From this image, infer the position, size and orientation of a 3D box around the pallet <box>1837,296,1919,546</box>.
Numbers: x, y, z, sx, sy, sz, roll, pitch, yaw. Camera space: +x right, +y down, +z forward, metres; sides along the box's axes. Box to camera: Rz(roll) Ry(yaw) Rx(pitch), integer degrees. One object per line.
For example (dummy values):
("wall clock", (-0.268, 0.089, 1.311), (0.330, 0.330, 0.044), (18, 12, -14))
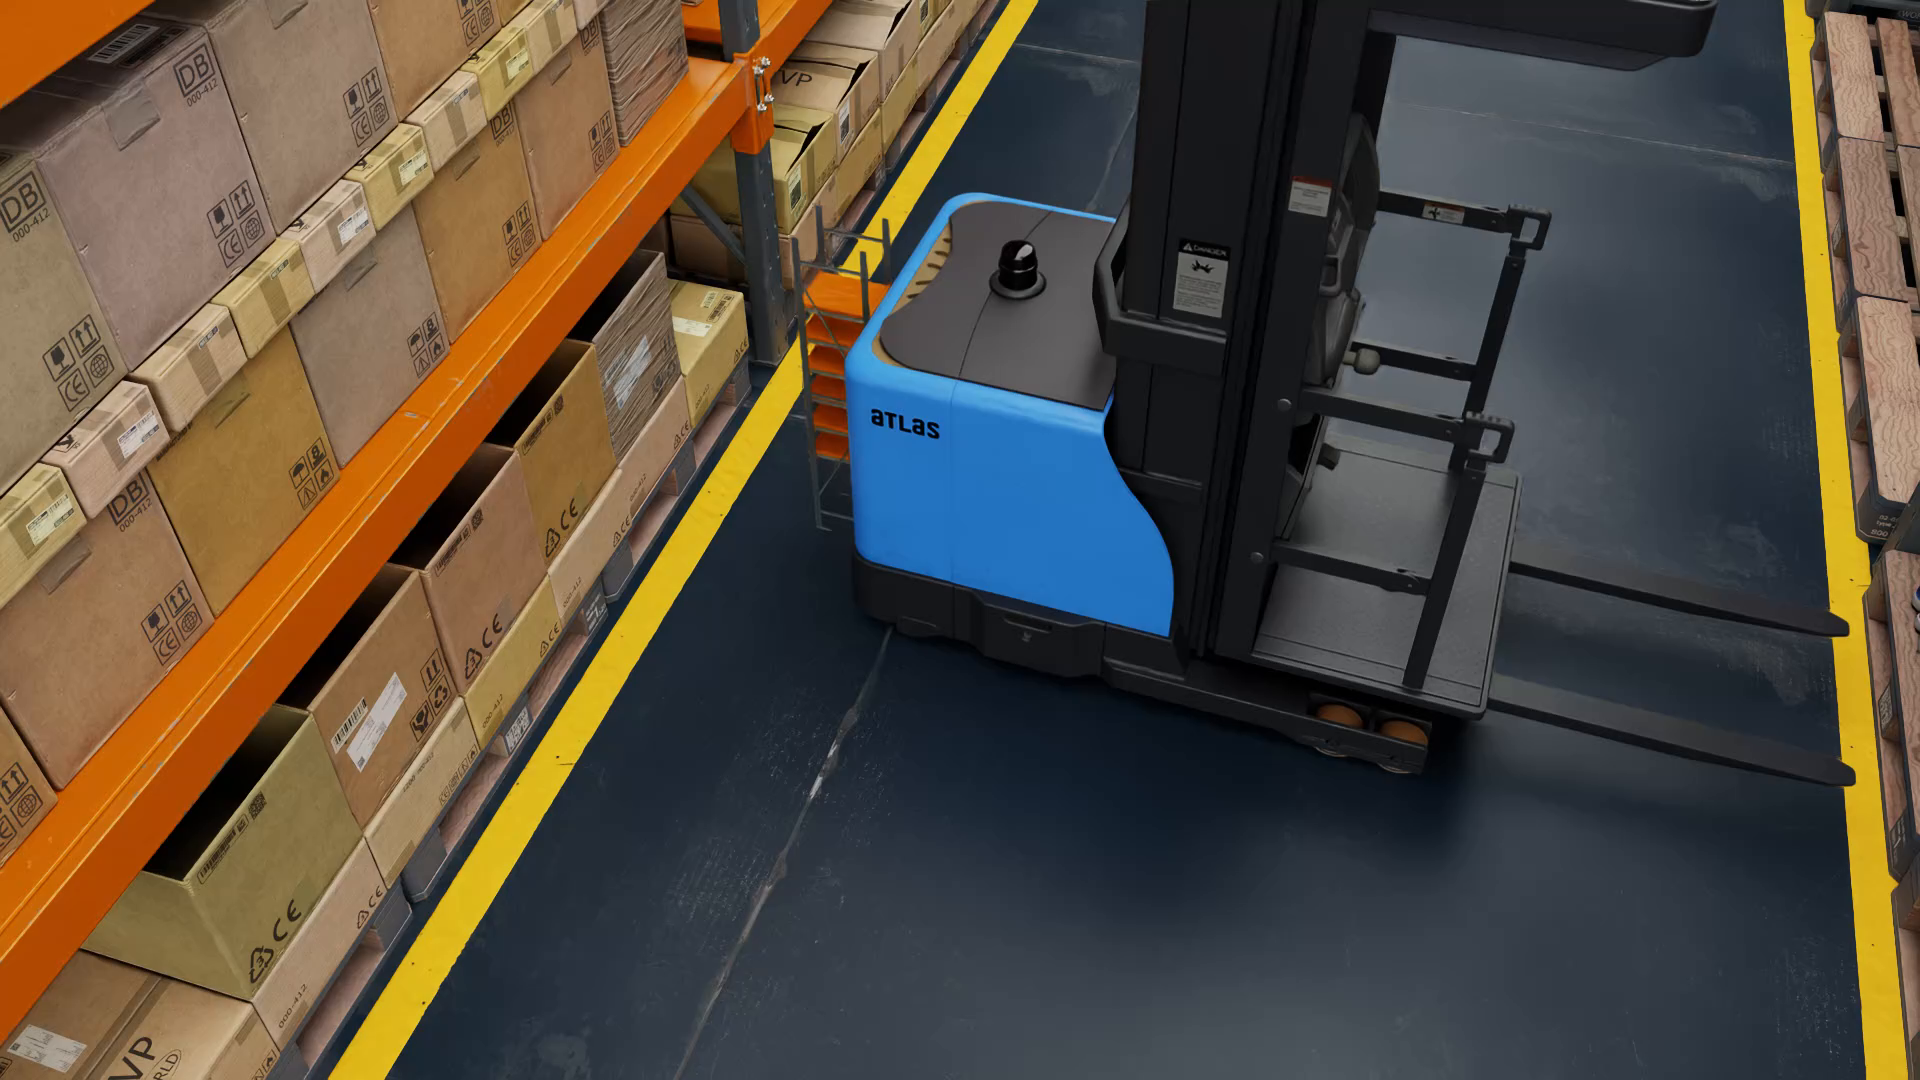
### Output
("pallet", (3.757, -0.366, 5.973), (1.003, 0.211, 1.213), (13, 46, 13))

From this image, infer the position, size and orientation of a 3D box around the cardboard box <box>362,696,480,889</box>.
("cardboard box", (-1.700, 0.639, 4.618), (0.500, 0.250, 0.500), (13, 46, 13))

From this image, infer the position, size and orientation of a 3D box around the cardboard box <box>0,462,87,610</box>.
("cardboard box", (-1.896, -0.042, 3.113), (0.380, 0.149, 0.250), (13, 46, 13))

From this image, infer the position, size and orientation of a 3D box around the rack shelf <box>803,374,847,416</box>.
("rack shelf", (-0.357, -0.474, 5.440), (0.258, 0.103, 0.180), (14, 46, 14))

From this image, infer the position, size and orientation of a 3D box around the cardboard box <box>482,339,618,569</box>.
("cardboard box", (-1.406, -0.298, 5.039), (0.500, 0.500, 0.500), (13, 46, 13))

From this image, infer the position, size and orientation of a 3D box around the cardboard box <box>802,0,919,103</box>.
("cardboard box", (-0.488, -2.151, 7.068), (0.500, 0.311, 0.500), (11, 45, 11))

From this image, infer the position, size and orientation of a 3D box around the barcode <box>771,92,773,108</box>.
("barcode", (-0.689, -1.572, 5.998), (0.001, 0.075, 0.075), (13, 46, 13))

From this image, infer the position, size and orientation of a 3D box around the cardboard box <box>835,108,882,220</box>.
("cardboard box", (-0.649, -1.607, 6.913), (0.500, 0.250, 0.500), (14, 46, 14))

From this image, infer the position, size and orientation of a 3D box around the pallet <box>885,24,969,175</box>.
("pallet", (-0.610, -2.201, 7.849), (1.003, 0.211, 1.213), (13, 46, 13))

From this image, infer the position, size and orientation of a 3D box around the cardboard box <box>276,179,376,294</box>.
("cardboard box", (-1.584, -0.724, 3.810), (0.380, 0.149, 0.250), (13, 46, 13))

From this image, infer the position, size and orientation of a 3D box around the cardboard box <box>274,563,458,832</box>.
("cardboard box", (-1.711, 0.368, 4.359), (0.500, 0.500, 0.500), (13, 46, 13))

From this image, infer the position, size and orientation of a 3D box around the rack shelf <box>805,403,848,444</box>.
("rack shelf", (-0.357, -0.388, 5.523), (0.258, 0.103, 0.180), (14, 46, 14))

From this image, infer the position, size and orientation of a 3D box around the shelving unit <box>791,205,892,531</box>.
("shelving unit", (-0.358, -0.506, 5.409), (0.258, 1.200, 0.189), (14, 46, 14))

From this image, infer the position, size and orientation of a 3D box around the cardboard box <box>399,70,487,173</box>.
("cardboard box", (-1.427, -1.078, 4.171), (0.380, 0.149, 0.250), (14, 46, 14))

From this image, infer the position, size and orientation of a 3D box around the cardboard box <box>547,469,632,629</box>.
("cardboard box", (-1.394, -0.027, 5.299), (0.500, 0.250, 0.500), (13, 46, 13))

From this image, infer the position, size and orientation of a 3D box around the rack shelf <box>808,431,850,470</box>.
("rack shelf", (-0.357, -0.302, 5.607), (0.258, 0.103, 0.180), (14, 46, 14))

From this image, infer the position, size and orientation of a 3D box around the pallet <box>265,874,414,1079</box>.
("pallet", (-2.183, 1.262, 4.310), (1.003, 0.211, 1.213), (13, 46, 13))

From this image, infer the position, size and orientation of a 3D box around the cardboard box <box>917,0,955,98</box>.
("cardboard box", (-0.340, -2.292, 7.613), (0.500, 0.250, 0.500), (13, 46, 13))

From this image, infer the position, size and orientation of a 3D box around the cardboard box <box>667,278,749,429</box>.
("cardboard box", (-1.095, -0.695, 5.981), (0.500, 0.250, 0.500), (13, 46, 13))

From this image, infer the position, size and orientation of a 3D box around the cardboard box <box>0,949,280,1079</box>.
("cardboard box", (-2.000, 1.306, 3.937), (0.500, 0.250, 0.500), (13, 46, 13))

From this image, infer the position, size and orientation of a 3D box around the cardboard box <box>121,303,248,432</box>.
("cardboard box", (-1.739, -0.388, 3.467), (0.380, 0.149, 0.250), (11, 45, 11))

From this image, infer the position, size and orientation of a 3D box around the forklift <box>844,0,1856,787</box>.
("forklift", (1.224, -0.764, 4.435), (3.031, 2.935, 1.130), (14, 46, 14))

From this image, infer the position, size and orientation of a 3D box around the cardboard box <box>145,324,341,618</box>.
("cardboard box", (-1.911, -0.241, 3.781), (0.700, 0.500, 0.500), (13, 46, 13))

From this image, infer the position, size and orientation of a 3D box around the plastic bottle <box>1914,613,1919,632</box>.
("plastic bottle", (3.011, 0.199, 5.088), (0.097, 0.201, 0.097), (0, 44, 0))

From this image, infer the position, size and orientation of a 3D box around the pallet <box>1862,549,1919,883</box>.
("pallet", (3.313, 0.604, 4.981), (1.003, 0.211, 1.213), (13, 46, 13))

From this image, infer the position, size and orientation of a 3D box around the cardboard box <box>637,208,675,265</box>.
("cardboard box", (-1.314, -1.388, 6.689), (0.500, 0.250, 0.500), (12, 46, 12))

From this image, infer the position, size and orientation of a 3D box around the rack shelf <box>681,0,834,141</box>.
("rack shelf", (-0.558, -2.959, 7.143), (1.077, 0.370, 4.000), (13, 46, 13))

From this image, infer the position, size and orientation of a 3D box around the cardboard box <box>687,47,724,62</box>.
("cardboard box", (-1.162, -1.929, 6.842), (0.500, 0.311, 0.500), (14, 46, 14))

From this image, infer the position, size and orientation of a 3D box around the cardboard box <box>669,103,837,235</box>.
("cardboard box", (-0.801, -1.473, 6.375), (0.500, 0.311, 0.500), (13, 46, 13))

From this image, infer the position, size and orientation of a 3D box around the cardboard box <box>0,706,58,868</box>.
("cardboard box", (-2.221, 0.439, 3.085), (0.700, 0.500, 0.500), (13, 46, 13))

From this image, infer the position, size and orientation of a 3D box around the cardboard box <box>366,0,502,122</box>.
("cardboard box", (-1.596, -1.414, 4.051), (0.700, 0.500, 0.500), (13, 46, 12))

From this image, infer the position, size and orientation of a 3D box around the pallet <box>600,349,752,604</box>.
("pallet", (-1.444, -0.365, 5.972), (1.003, 0.211, 1.213), (13, 46, 13))

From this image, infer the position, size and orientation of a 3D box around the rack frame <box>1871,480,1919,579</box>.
("rack frame", (3.556, -0.831, 4.455), (1.000, 3.000, 0.127), (13, 46, 13))

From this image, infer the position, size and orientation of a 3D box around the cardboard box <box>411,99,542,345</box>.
("cardboard box", (-1.601, -0.935, 4.489), (0.700, 0.500, 0.500), (13, 46, 13))

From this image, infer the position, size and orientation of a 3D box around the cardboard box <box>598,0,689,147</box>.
("cardboard box", (-1.292, -1.621, 5.191), (0.700, 0.500, 0.500), (11, 46, 11))

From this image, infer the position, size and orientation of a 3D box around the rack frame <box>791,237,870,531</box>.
("rack frame", (-0.388, -0.446, 5.347), (0.240, 1.200, 0.006), (14, 46, 14))

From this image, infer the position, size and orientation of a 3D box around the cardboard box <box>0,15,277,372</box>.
("cardboard box", (-1.899, -0.747, 3.370), (0.700, 0.500, 0.500), (13, 46, 13))

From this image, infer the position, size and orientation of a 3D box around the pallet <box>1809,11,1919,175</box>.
("pallet", (4.496, -1.992, 7.635), (1.003, 0.211, 1.213), (13, 46, 13))

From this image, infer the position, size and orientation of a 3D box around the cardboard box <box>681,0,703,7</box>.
("cardboard box", (-1.056, -2.166, 5.927), (0.500, 0.250, 0.500), (15, 46, 15))

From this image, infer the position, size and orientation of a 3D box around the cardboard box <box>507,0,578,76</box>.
("cardboard box", (-1.274, -1.409, 4.510), (0.380, 0.149, 0.250), (12, 46, 12))
